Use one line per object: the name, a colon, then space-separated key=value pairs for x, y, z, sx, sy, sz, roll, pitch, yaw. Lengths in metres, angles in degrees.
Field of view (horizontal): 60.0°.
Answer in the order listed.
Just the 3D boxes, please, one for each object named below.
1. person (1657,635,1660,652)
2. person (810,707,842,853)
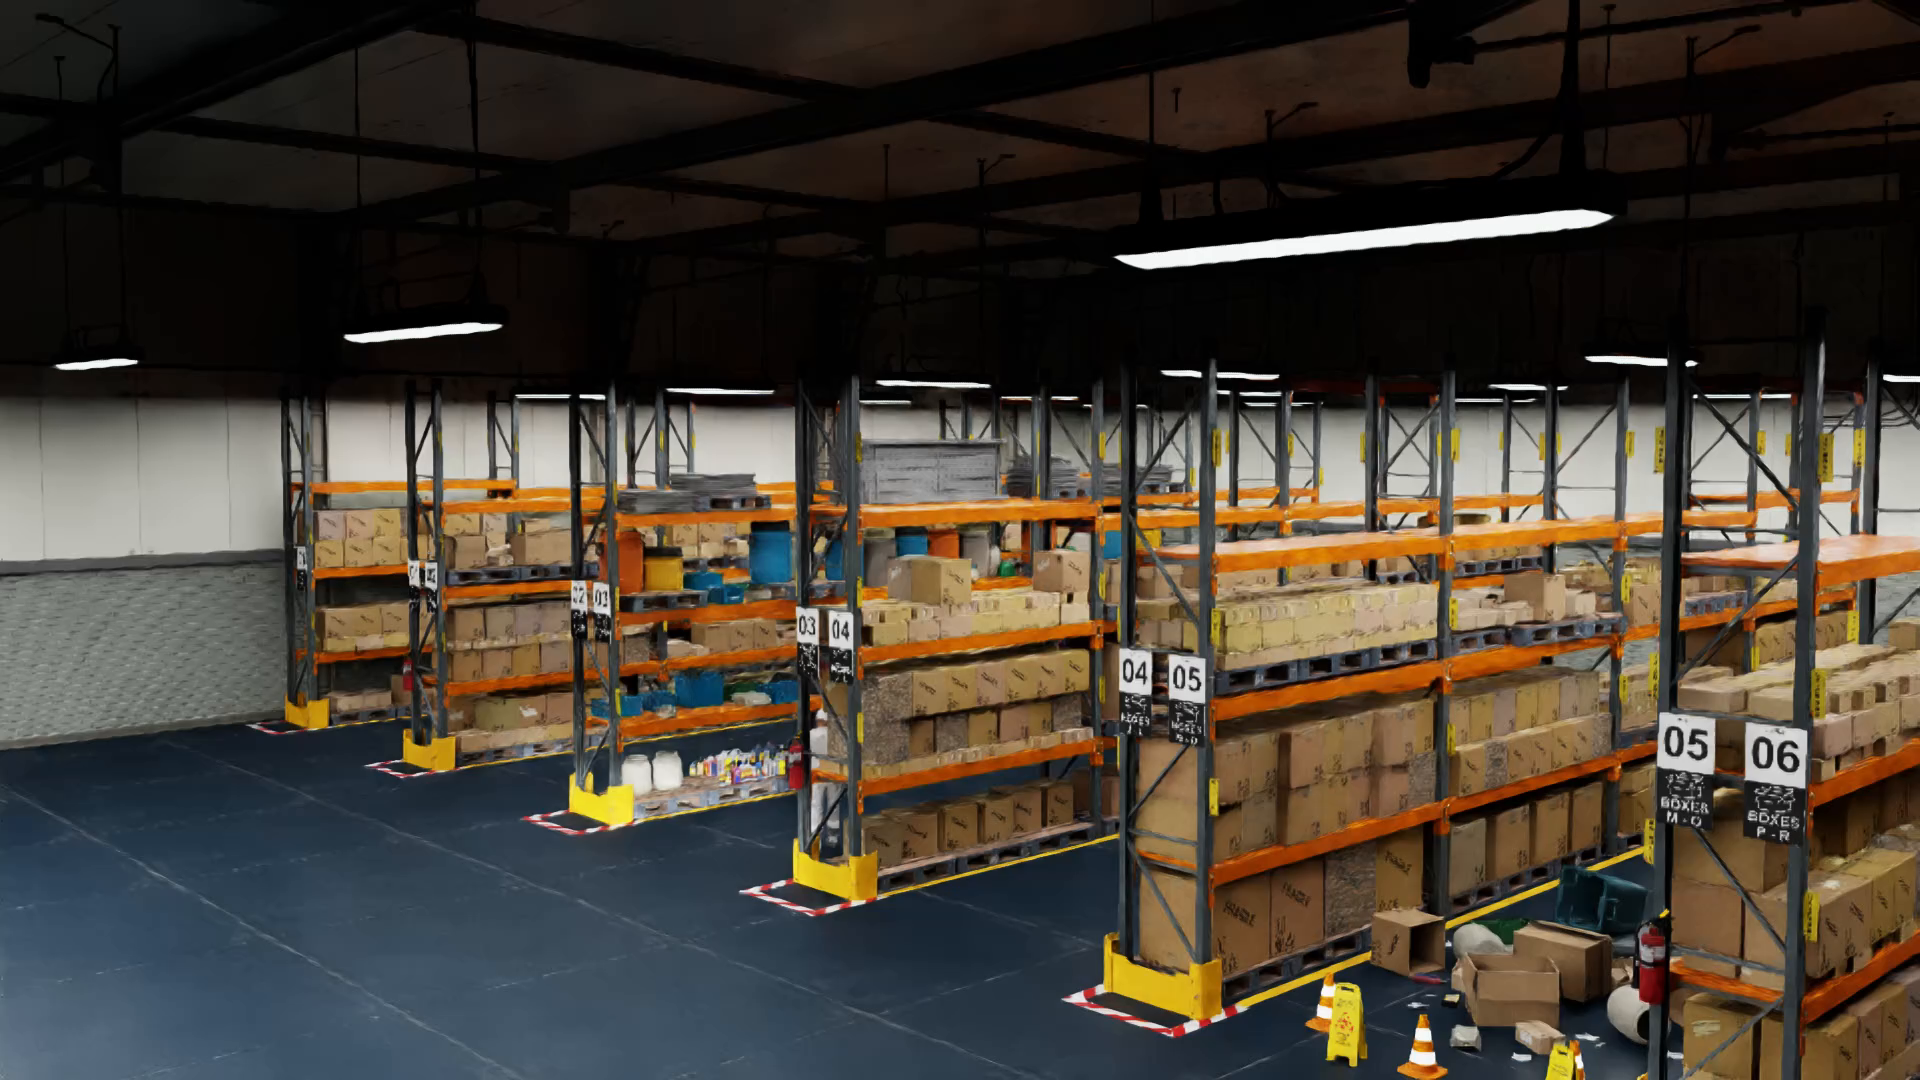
person: x=13.701 y=2.273 z=32.031 sx=0.547 sy=1.641 sz=1.115 roll=4 pitch=5 yaw=45
person: x=-1.669 y=2.938 z=20.620 sx=0.655 sy=1.784 sz=0.577 roll=-1 pitch=4 yaw=-14
